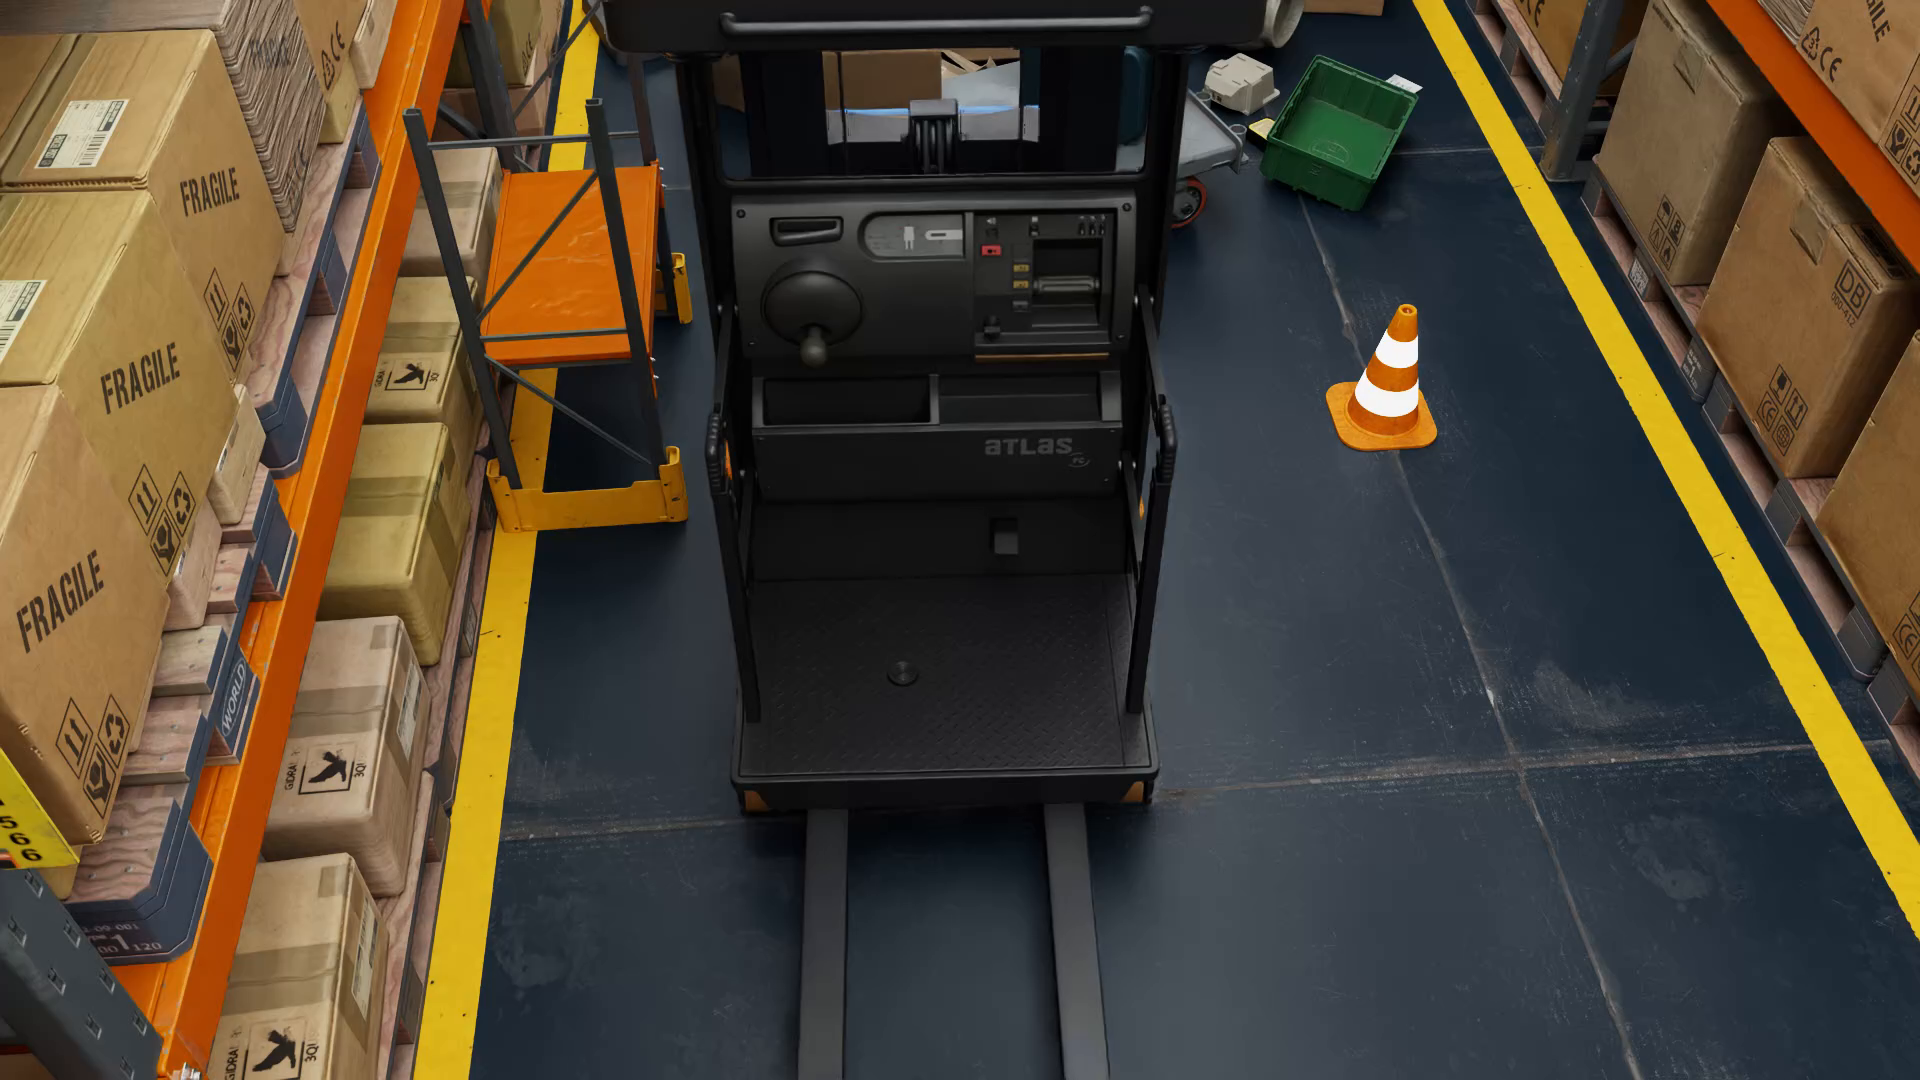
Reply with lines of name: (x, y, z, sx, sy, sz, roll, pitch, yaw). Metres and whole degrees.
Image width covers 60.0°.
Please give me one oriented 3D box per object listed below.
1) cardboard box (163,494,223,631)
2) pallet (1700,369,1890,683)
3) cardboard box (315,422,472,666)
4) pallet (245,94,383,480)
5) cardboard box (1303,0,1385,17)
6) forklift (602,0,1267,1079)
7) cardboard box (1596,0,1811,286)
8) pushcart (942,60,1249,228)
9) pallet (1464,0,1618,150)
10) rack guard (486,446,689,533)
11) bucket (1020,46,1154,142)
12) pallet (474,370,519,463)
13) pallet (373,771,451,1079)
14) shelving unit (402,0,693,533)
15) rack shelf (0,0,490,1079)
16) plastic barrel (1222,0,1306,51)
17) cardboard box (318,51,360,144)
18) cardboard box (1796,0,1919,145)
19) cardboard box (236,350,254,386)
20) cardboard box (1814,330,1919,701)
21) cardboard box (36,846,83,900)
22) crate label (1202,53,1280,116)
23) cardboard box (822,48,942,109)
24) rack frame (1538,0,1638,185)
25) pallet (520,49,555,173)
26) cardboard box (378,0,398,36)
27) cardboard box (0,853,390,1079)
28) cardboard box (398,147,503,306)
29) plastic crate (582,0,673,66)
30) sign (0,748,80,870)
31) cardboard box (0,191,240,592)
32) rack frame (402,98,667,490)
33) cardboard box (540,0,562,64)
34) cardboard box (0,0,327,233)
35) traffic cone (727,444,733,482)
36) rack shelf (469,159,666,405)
cardboard box: (-1.578, 0.042, 3.028, 0.380, 0.149, 0.250, -6, 47, -6)
pallet: (3.065, -0.117, 5.215, 1.003, 0.211, 1.213, -3, 47, -3)
cardboard box: (-1.934, 0.021, 4.684, 0.950, 0.372, 0.625, -2, 47, -2)
pallet: (-1.976, -0.610, 3.894, 1.003, 0.211, 1.213, -3, 47, -3)
cardboard box: (1.667, -2.716, 7.476, 0.500, 0.500, 0.500, 4, 47, 4)
forklift: (-0.050, -0.509, 3.713, 1.130, 2.935, 3.031, -1, 47, -1)
cardboard box: (2.962, -1.441, 5.809, 1.050, 0.750, 0.750, -4, 47, -3)
pushcart: (0.164, -1.413, 6.328, 1.648, 0.377, 0.936, -19, 49, -17)
pallet: (2.834, -2.110, 7.103, 1.003, 0.211, 1.213, -3, 47, -3)
rack guard: (-1.163, -0.157, 5.226, 0.587, 0.250, 0.087, -4, 47, -4)
bucket: (0.511, -1.869, 6.162, 0.726, 0.611, 0.620, 11, 58, 10)
pallet: (-2.038, -0.618, 5.690, 1.003, 0.211, 1.213, -3, 47, -3)
pallet: (-1.833, 1.147, 4.018, 1.003, 0.211, 1.213, -3, 47, -3)
shelving unit: (-1.212, -0.947, 5.113, 0.587, 1.500, 1.083, -4, 47, -4)
rack shelf: (-1.937, -0.446, 4.102, 1.077, 0.370, 4.000, -3, 47, -3)
plastic barrel: (1.196, -2.356, 7.189, 0.512, 0.421, 0.421, 27, 52, 23)
cardboard box: (-1.715, -1.104, 4.113, 0.380, 0.149, 0.250, -4, 47, -3)
cardboard box: (2.678, -1.424, 4.464, 0.500, 0.500, 0.500, -4, 47, -4)
cardboard box: (-1.679, -0.328, 3.378, 0.380, 0.149, 0.250, -1, 47, -1)
cardboard box: (3.117, -0.069, 4.510, 1.050, 0.750, 0.750, -3, 47, -3)
cardboard box: (-1.611, 0.450, 2.642, 0.380, 0.149, 0.250, -6, 47, -6)
crate label: (1.167, -1.916, 6.970, 0.298, 0.136, 0.250, -36, 56, -29)
cardboard box: (-0.333, -1.671, 5.967, 0.500, 0.500, 0.500, -3, 47, -3)
rack frame: (2.820, -2.514, 5.565, 1.000, 3.000, 0.127, -3, 47, -3)
pallet: (-2.196, -1.665, 6.681, 1.003, 0.211, 1.213, -3, 47, -3)
cardboard box: (-1.724, -1.466, 4.457, 0.380, 0.149, 0.250, -4, 47, -4)
cardboard box: (-1.807, 1.104, 3.659, 0.950, 0.372, 0.625, -6, 47, -6)
cardboard box: (-2.058, -1.002, 5.653, 0.950, 0.372, 0.625, -3, 47, -3)
plastic crate: (-1.418, -2.322, 7.394, 0.402, 0.080, 0.583, -19, 49, -17)
sign: (-1.217, 0.320, 2.084, 0.100, 0.325, 0.005, -3, 47, -3)
cardboard box: (-1.627, -0.243, 2.852, 0.500, 0.500, 0.500, -1, 47, -1)
rack frame: (-1.163, -0.586, 4.772, 0.500, 1.500, 0.032, -4, 47, -4)
cardboard box: (-1.940, -2.168, 6.842, 0.500, 0.250, 0.500, -1, 47, -1)
cardboard box: (-1.712, -0.989, 3.558, 0.500, 0.500, 0.500, -5, 47, -5)
traffic cone: (-0.605, -0.456, 5.363, 0.336, 0.463, 0.334, -3, 47, -3)
rack shelf: (-1.212, -0.829, 5.250, 0.538, 0.185, 1.000, -4, 47, -4)
